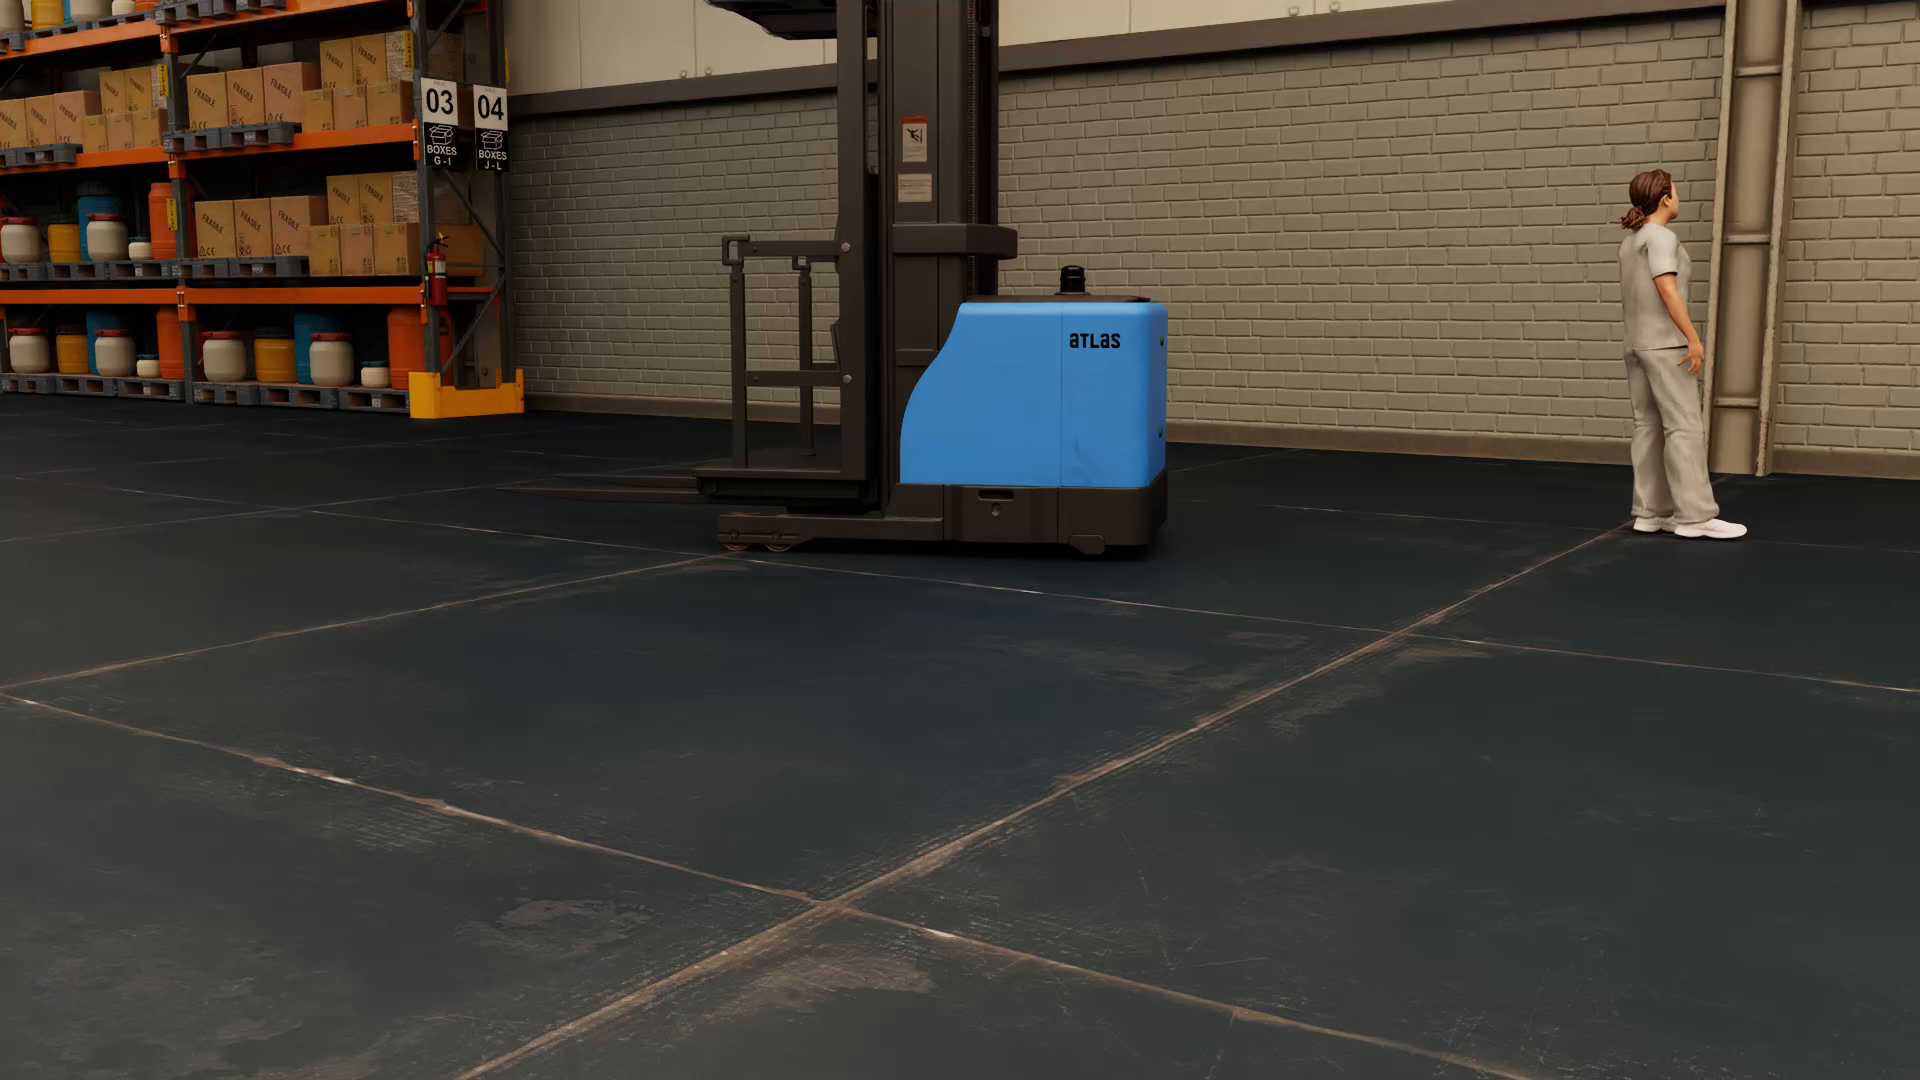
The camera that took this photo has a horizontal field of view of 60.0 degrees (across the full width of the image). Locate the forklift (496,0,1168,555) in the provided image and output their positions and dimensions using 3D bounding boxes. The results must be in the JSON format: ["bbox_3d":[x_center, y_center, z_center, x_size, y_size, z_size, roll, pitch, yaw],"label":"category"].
[{"bbox_3d":[-0.596,-1.469,7.520,3.031,2.935,1.130,2,8,12],"label":"forklift"}]

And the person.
[{"bbox_3d":[3.309,-0.868,7.703,0.548,1.673,0.550,0,8,-2],"label":"person"}]
